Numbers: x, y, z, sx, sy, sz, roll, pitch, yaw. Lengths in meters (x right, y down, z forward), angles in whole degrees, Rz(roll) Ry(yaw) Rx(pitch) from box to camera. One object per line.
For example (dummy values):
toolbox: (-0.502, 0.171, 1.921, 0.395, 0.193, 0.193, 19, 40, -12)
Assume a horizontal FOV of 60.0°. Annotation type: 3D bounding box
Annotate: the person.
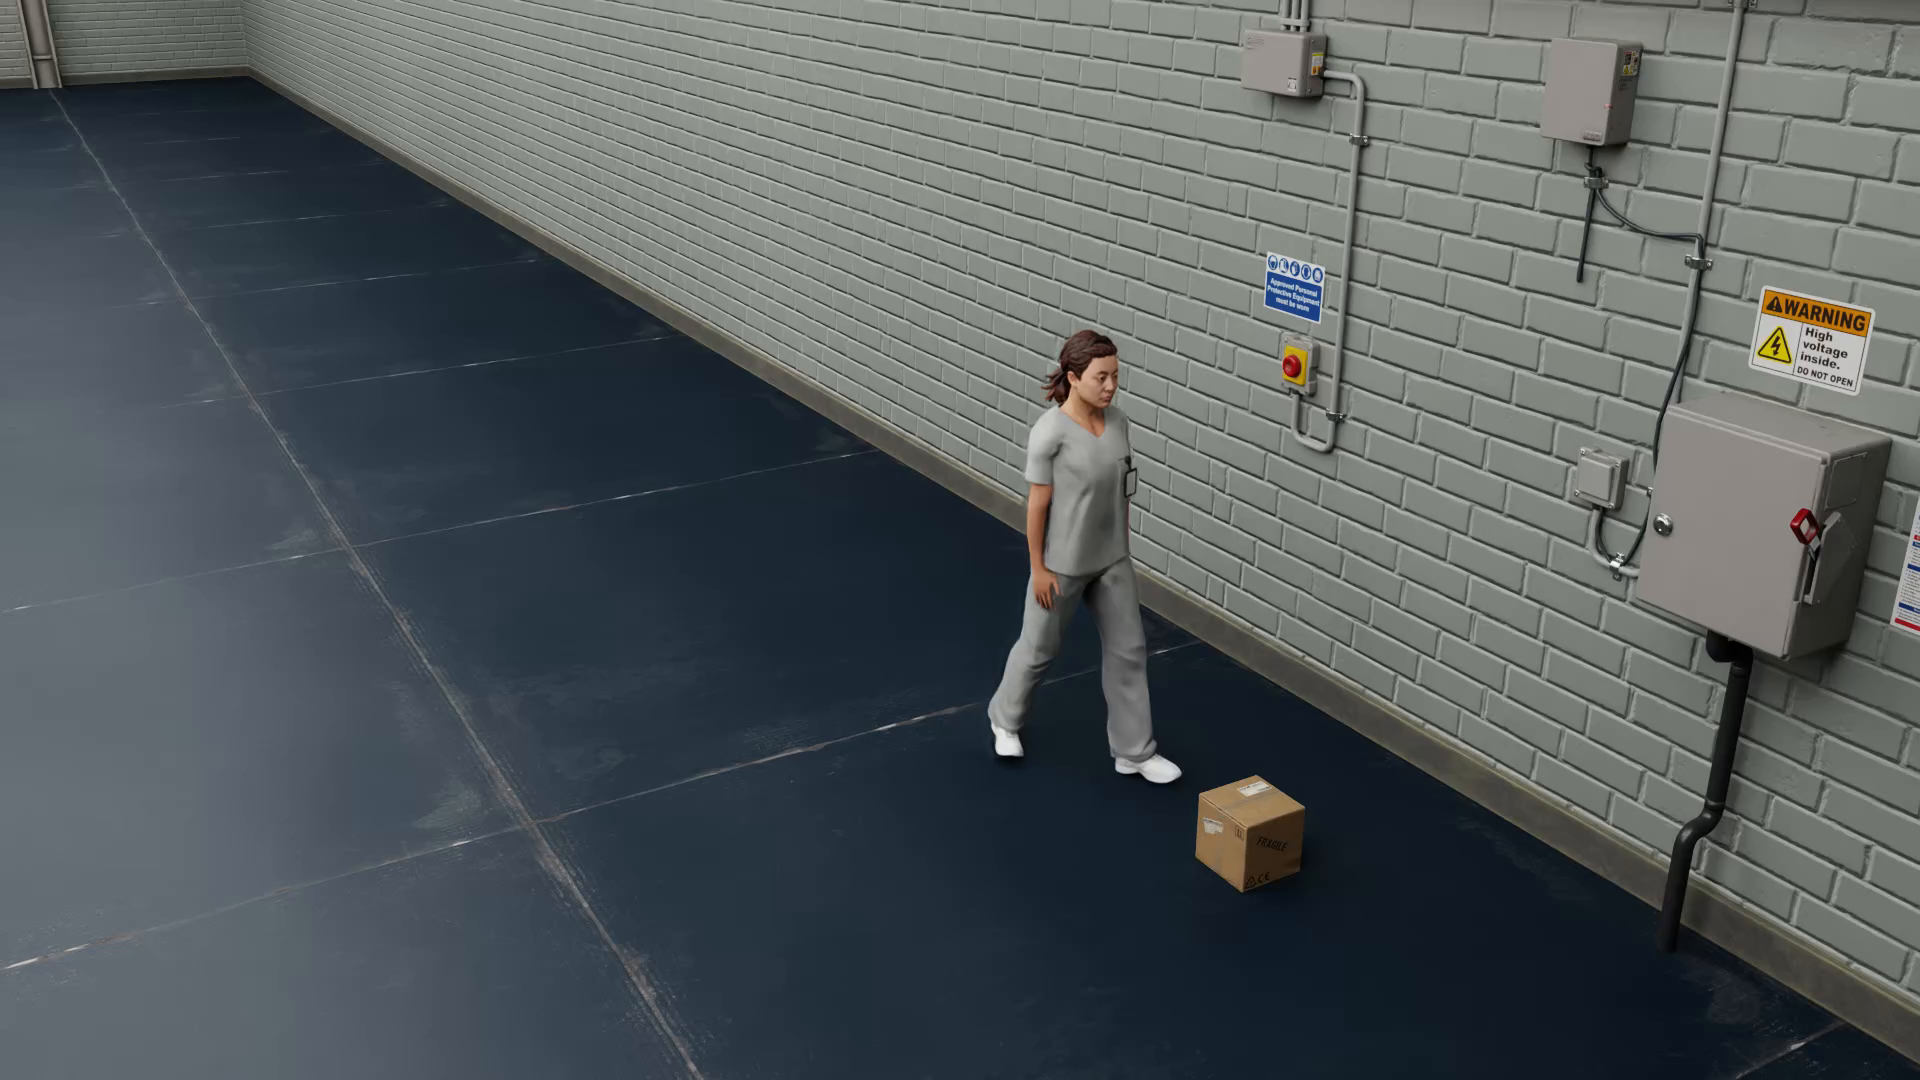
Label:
person: (0.433, 0.074, 5.905, 0.470, 1.664, 0.759, -15, 26, -32)
